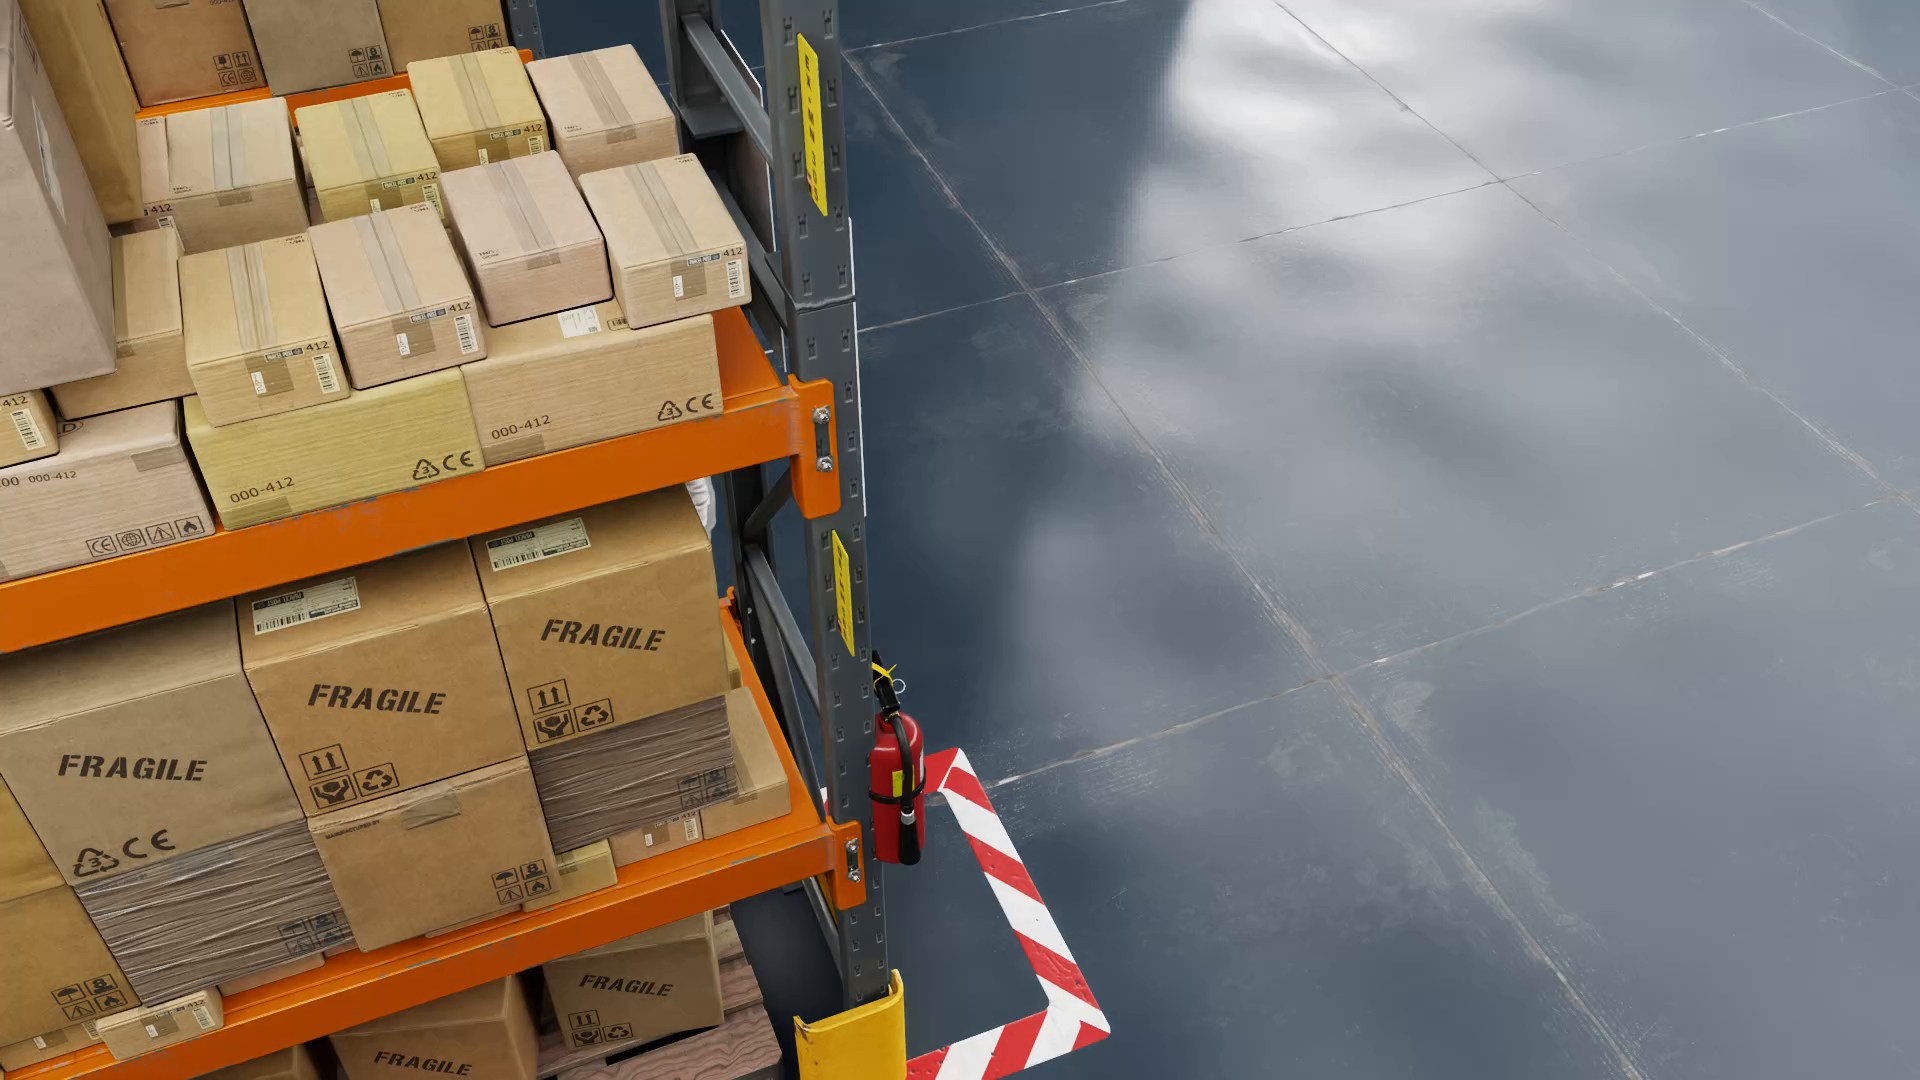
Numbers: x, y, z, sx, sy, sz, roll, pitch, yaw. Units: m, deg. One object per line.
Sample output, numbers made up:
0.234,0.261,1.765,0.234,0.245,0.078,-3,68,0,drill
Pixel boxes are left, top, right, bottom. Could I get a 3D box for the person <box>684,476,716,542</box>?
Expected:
-1.105,-0.068,6.244,0.345,1.592,0.486,-31,51,-30,person
